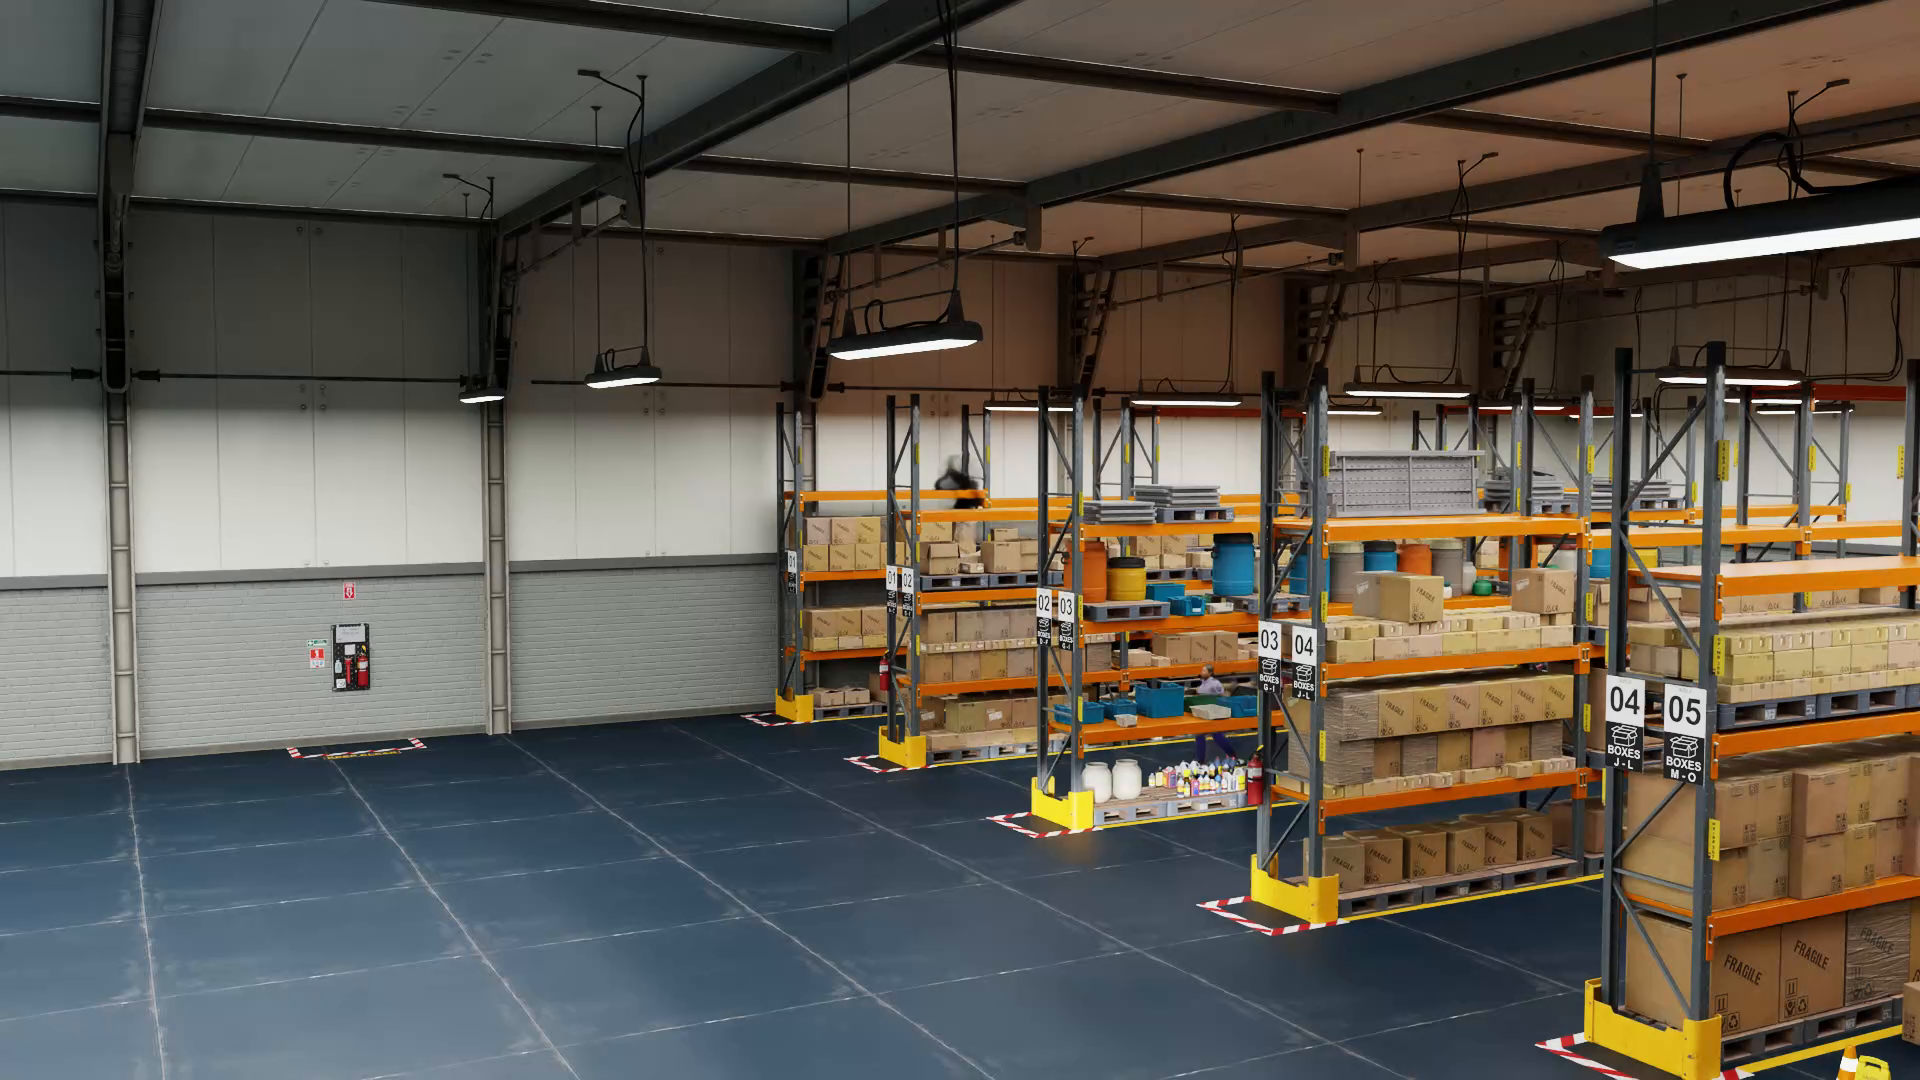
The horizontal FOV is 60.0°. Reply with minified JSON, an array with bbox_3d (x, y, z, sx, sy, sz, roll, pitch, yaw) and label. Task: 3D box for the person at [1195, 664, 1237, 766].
[{"bbox_3d":[4.083,2.835,26.714,0.783,1.686,0.601,-2,4,-30],"label":"person"}]
